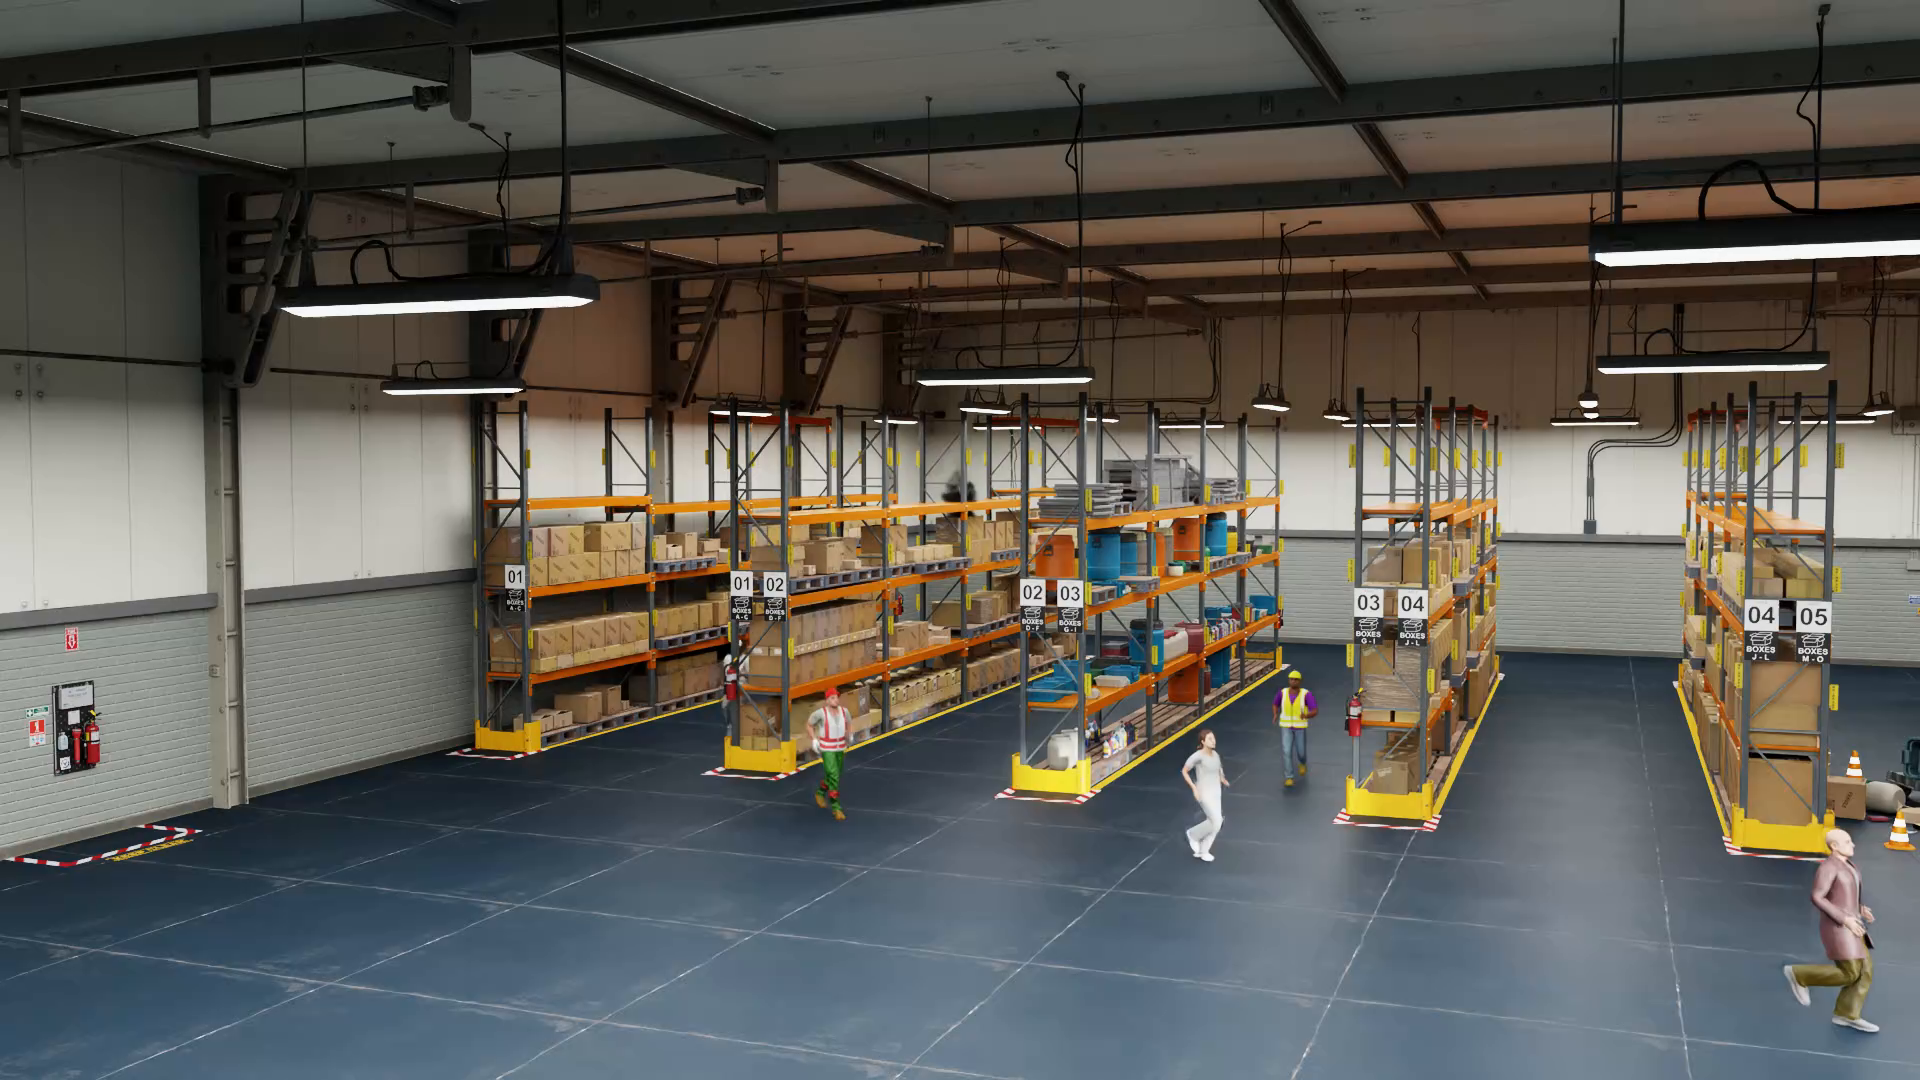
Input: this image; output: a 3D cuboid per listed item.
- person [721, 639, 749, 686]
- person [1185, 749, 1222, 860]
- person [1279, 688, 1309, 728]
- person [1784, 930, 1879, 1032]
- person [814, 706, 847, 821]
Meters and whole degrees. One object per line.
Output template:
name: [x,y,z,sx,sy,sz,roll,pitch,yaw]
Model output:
person: [-4.045,2.210,29.831,0.672,0.872,0.662,1,3,14]
person: [3.059,3.300,20.780,0.526,1.381,0.384,-2,4,-40]
person: [5.142,2.586,25.595,0.436,0.623,0.344,1,3,19]
person: [7.737,3.774,14.729,0.756,1.038,0.379,3,4,44]
person: [-1.806,3.094,23.271,0.402,1.510,0.924,-2,3,-36]
